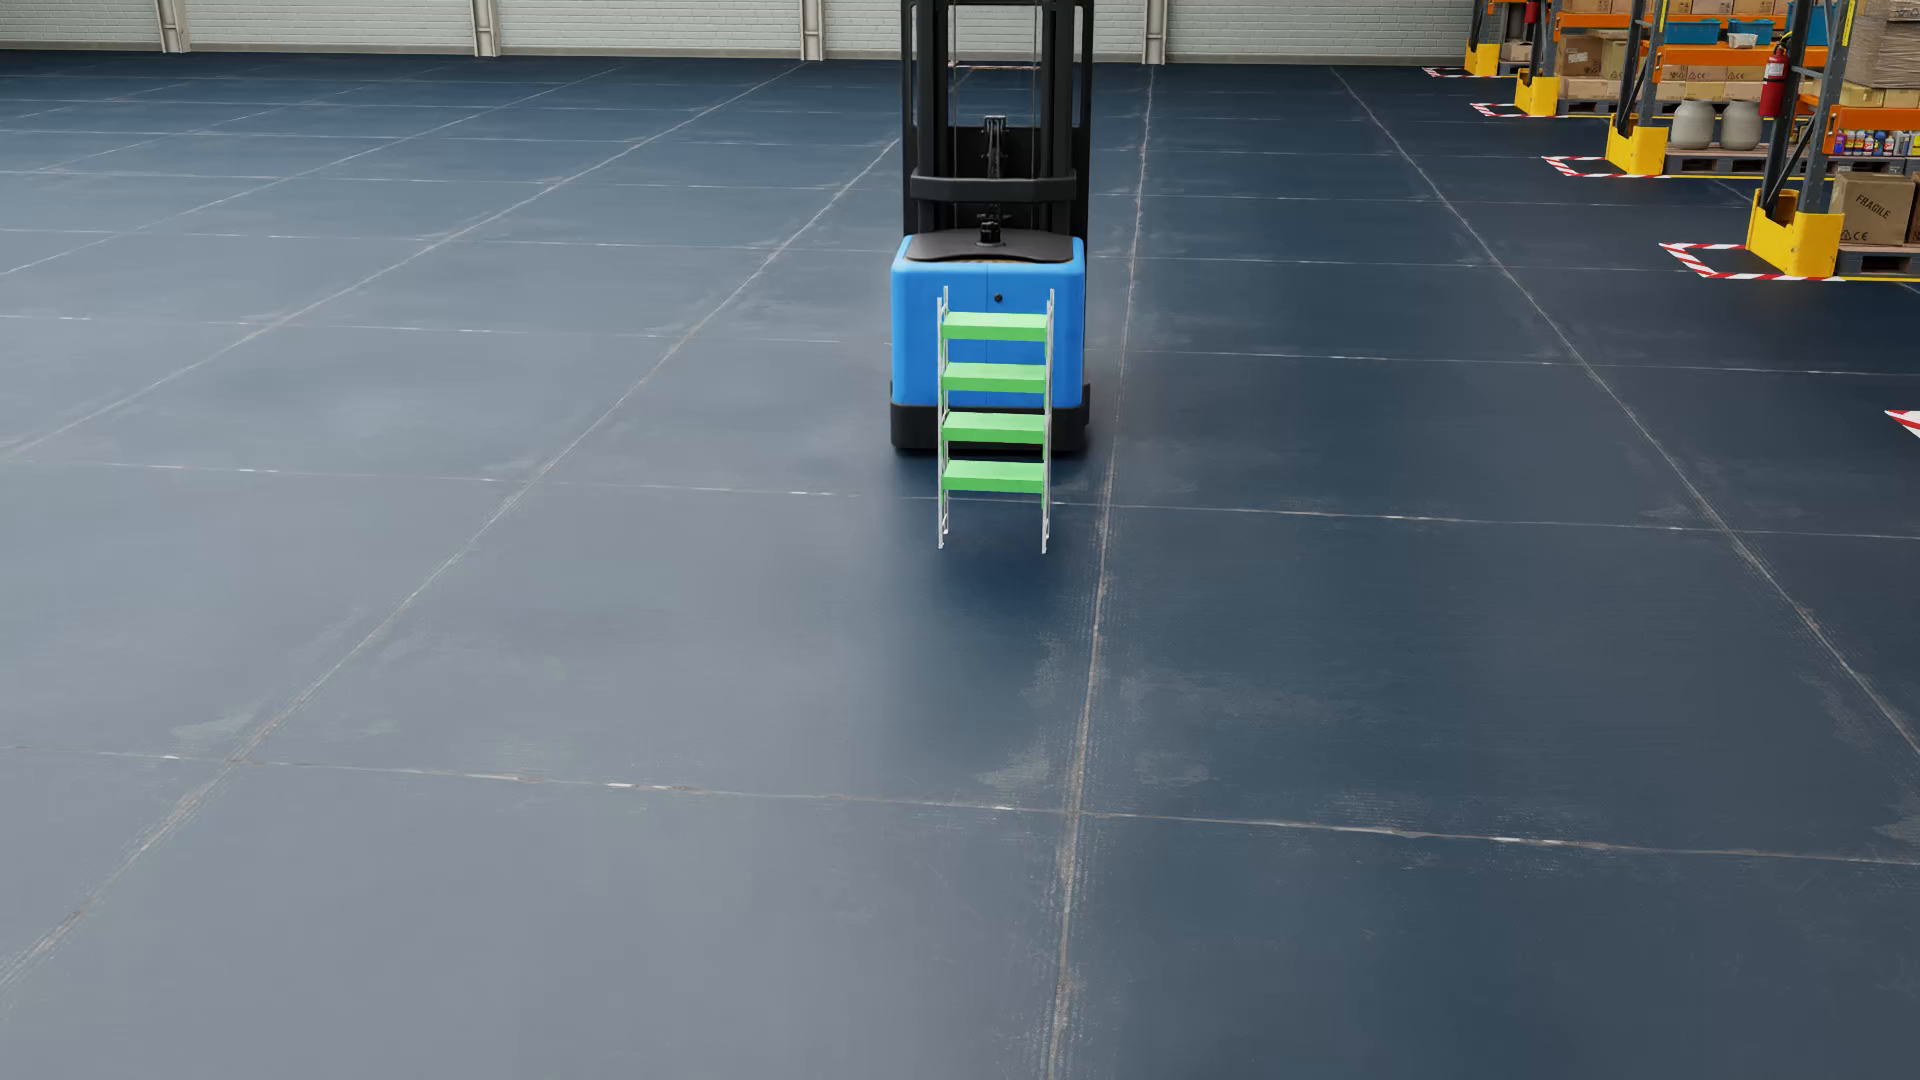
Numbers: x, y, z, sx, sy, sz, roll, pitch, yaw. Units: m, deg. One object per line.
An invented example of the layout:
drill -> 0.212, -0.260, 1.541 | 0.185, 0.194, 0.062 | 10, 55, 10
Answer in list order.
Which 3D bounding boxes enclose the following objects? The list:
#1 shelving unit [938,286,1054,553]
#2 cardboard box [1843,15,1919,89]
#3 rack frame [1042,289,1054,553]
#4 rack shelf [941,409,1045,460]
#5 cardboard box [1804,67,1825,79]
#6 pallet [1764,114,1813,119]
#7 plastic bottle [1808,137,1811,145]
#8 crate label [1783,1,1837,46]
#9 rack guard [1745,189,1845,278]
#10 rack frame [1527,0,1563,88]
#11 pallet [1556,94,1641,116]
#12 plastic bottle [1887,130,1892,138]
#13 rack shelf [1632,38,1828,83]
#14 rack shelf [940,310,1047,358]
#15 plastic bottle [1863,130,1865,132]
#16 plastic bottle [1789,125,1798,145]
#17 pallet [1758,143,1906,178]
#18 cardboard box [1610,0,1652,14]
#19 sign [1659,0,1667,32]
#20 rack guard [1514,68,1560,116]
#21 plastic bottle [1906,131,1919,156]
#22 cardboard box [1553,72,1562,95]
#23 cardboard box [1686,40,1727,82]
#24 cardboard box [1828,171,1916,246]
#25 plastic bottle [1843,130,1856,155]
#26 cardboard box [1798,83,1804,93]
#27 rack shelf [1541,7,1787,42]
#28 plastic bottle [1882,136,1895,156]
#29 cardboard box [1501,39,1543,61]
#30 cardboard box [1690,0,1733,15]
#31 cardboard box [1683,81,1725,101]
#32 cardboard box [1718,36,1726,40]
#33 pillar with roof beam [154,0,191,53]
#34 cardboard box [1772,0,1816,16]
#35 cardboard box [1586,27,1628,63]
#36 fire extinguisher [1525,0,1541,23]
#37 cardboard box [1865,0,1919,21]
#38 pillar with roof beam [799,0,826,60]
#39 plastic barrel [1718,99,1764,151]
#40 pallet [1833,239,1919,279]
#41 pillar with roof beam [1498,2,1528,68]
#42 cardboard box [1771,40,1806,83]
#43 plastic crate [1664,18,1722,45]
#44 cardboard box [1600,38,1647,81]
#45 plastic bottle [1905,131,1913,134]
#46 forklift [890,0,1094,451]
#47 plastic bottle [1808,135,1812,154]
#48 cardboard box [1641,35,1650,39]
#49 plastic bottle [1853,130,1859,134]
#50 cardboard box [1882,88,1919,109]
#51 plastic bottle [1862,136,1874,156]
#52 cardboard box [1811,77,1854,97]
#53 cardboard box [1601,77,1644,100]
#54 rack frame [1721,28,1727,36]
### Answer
shelving unit -> 0.164, -0.551, 7.701 | 0.503, 1.200, 0.258 | 2, 22, 6
cardboard box -> 7.314, -3.850, 13.059 | 0.500, 0.500, 0.875 | 2, 22, 6
rack frame -> 0.407, -0.540, 7.674 | 0.015, 1.200, 0.240 | 2, 22, 6
rack shelf -> 0.164, -0.491, 7.725 | 0.480, 0.148, 0.258 | 2, 22, 6
cardboard box -> 11.489, -6.543, 22.558 | 0.500, 0.500, 0.500 | 2, 22, 6
pallet -> 11.128, -5.896, 22.566 | 1.213, 0.211, 1.003 | 2, 22, 6
plastic bottle -> 9.477, -4.505, 18.362 | 0.135, 0.276, 0.152 | 3, 22, 7
crate label -> 9.214, -5.543, 17.833 | 0.616, 0.435, 0.502 | 2, 22, 6
rack guard -> 6.847, -2.534, 13.669 | 0.348, 0.500, 1.175 | 2, 22, 6
rack frame -> 7.941, -7.316, 22.366 | 0.127, 3.000, 1.000 | 2, 22, 6
pallet -> 8.705, -6.002, 22.833 | 1.213, 0.211, 1.003 | 2, 22, 6
plastic bottle -> 10.236, -4.458, 18.248 | 0.097, 0.271, 0.097 | 0, 22, 0
rack shelf -> 9.340, -5.087, 17.705 | 4.000, 0.370, 1.077 | 2, 22, 6
rack shelf -> 0.164, -0.938, 7.548 | 0.480, 0.148, 0.258 | 2, 22, 6
plastic bottle -> 9.964, -4.520, 18.299 | 0.185, 0.351, 0.144 | 2, 22, 6
plastic bottle -> 9.230, -4.492, 18.429 | 0.097, 0.201, 0.097 | 0, 22, 0
pallet -> 9.449, -4.134, 18.110 | 1.213, 0.211, 1.003 | 2, 22, 6
cardboard box -> 8.925, -7.317, 22.231 | 0.500, 0.500, 0.700 | 3, 22, 8
sign -> 7.285, -5.436, 17.233 | 0.005, 0.325, 0.100 | 2, 22, 6
rack guard -> 7.917, -6.155, 22.828 | 0.348, 0.500, 1.175 | 2, 22, 6
plastic bottle -> 10.142, -4.252, 17.621 | 0.185, 0.351, 0.144 | 2, 22, 6
cardboard box -> 8.508, -6.317, 23.008 | 0.500, 0.250, 0.500 | 2, 22, 6
cardboard box -> 9.936, -6.411, 22.225 | 0.500, 0.500, 0.500 | 2, 22, 6
cardboard box -> 7.389, -2.699, 13.516 | 0.500, 0.500, 0.500 | 7, 23, 16
plastic bottle -> 9.458, -4.237, 17.689 | 0.097, 0.271, 0.097 | 0, 22, 0
cardboard box -> 10.931, -6.025, 22.269 | 0.500, 0.250, 0.500 | 2, 22, 6
rack shelf -> 9.927, -6.895, 22.279 | 4.000, 0.370, 1.077 | 2, 22, 6
plastic bottle -> 9.860, -4.187, 17.657 | 0.097, 0.201, 0.097 | 0, 22, 0
cardboard box -> 9.197, -8.016, 27.195 | 0.500, 0.311, 0.500 | 0, 22, 0
cardboard box -> 9.941, -7.272, 22.117 | 0.500, 0.500, 0.700 | 3, 22, 8
cardboard box -> 9.937, -6.063, 22.364 | 0.500, 0.250, 0.500 | 2, 22, 6
cardboard box -> 10.496, -6.586, 22.667 | 0.500, 0.500, 0.500 | 2, 22, 6
pillar with roof beam -> -15.023, -11.667, 25.211 | 0.400, 9.000, 9.100 | 2, 22, 6
cardboard box -> 10.947, -7.227, 22.004 | 0.500, 0.500, 0.700 | 2, 22, 6
cardboard box -> 10.485, -8.030, 26.972 | 0.500, 0.500, 0.700 | 1, 22, 3
fire extinguisher -> 7.878, -7.455, 22.822 | 0.183, 0.674, 0.296 | 2, 22, 6
cardboard box -> 7.285, -4.226, 12.649 | 0.500, 0.500, 0.500 | 2, 22, 6
pillar with roof beam -> -3.106, -11.148, 23.898 | 0.400, 9.000, 9.100 | 2, 22, 6
plastic barrel -> 8.514, -4.524, 18.115 | 0.421, 0.512, 0.421 | 0, 22, 0
pallet -> 7.649, -2.351, 13.600 | 1.213, 0.211, 1.003 | 2, 22, 6
pillar with roof beam -> 8.810, -10.629, 22.584 | 0.400, 9.000, 9.100 | 2, 22, 6
cardboard box -> 10.932, -6.375, 22.133 | 0.500, 0.500, 0.500 | 2, 22, 6
plastic crate -> 7.886, -5.526, 18.040 | 0.616, 0.251, 0.499 | 2, 22, 6
cardboard box -> 8.944, -6.456, 22.339 | 0.500, 0.500, 0.500 | 2, 22, 6
plastic bottle -> 10.128, -4.260, 17.730 | 0.133, 0.283, 0.061 | 2, 22, 6
forklift -> 0.224, -2.339, 9.870 | 1.130, 2.935, 3.031 | 1, 22, 3
plastic bottle -> 9.118, -4.251, 17.726 | 0.097, 0.271, 0.097 | 0, 22, 0
cardboard box -> 9.503, -6.629, 22.776 | 0.500, 0.500, 0.500 | 2, 22, 6
plastic bottle -> 9.809, -4.413, 18.230 | 0.097, 0.201, 0.097 | 0, 22, 0
cardboard box -> 7.272, -3.465, 12.967 | 0.250, 0.149, 0.380 | 2, 22, 6
plastic bottle -> 9.656, -4.195, 17.680 | 0.097, 0.201, 0.097 | 0, 22, 0
cardboard box -> 7.079, -3.646, 13.423 | 0.250, 0.149, 0.380 | 2, 22, 6
cardboard box -> 8.944, -6.108, 22.478 | 0.500, 0.250, 0.500 | 2, 22, 6
rack frame -> 12.492, -8.952, 26.503 | 0.127, 3.000, 1.000 | 2, 22, 6
